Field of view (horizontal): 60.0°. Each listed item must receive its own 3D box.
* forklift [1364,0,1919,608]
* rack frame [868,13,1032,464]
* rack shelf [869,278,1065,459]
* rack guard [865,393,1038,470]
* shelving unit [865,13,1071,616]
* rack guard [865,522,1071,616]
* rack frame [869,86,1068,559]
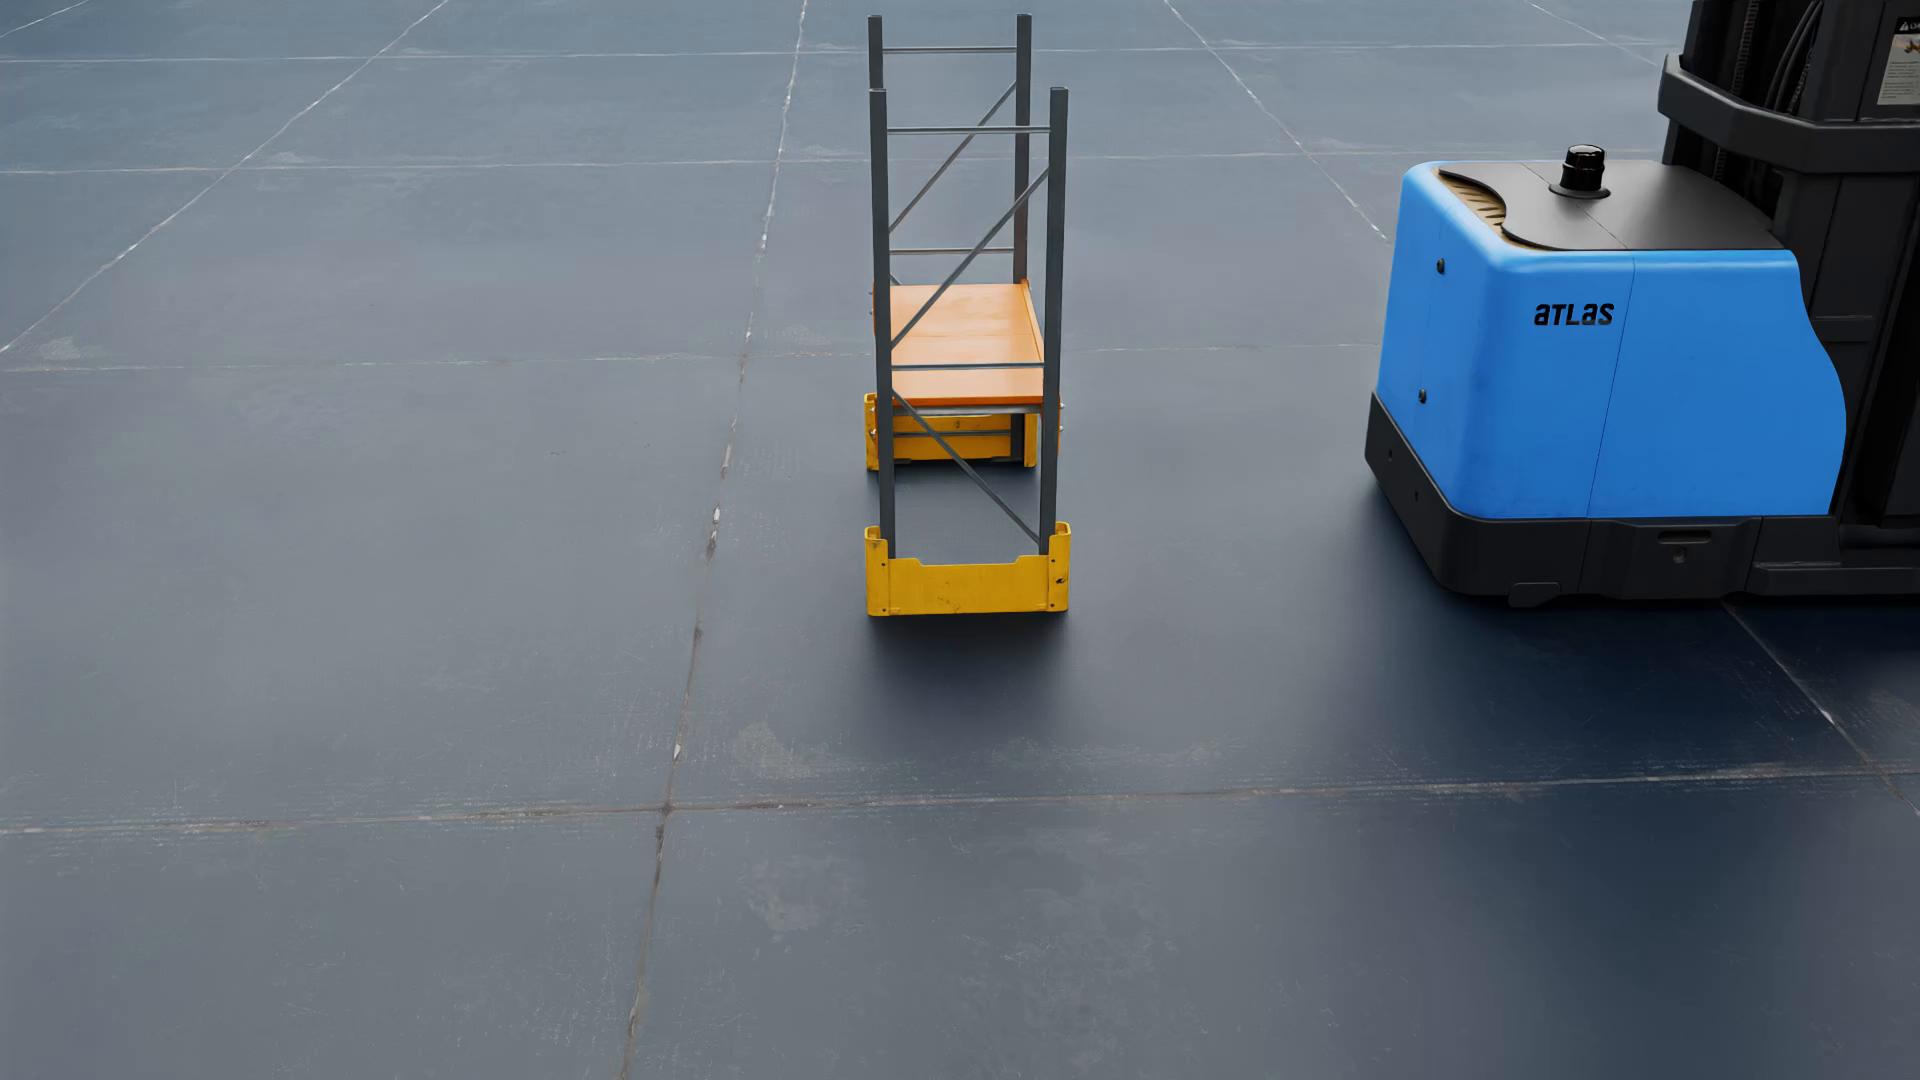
[{"bbox_3d":[2.896,-1.338,4.645,3.031,2.935,1.130,-1,28,-2],"label":"forklift"},{"bbox_3d":[-0.031,-0.939,5.429,0.500,1.500,0.032,-1,28,-3],"label":"rack frame"},{"bbox_3d":[-0.004,-0.545,5.062,0.538,0.185,1.000,-1,28,-3],"label":"rack shelf"},{"bbox_3d":[-0.030,-0.376,5.701,0.587,0.250,0.087,-1,28,-3],"label":"rack guard"},{"bbox_3d":[-0.004,-0.700,4.971,0.587,1.500,1.083,-1,28,-3],"label":"shelving unit"},{"bbox_3d":[0.022,0.084,4.819,0.587,0.250,0.087,-1,28,-3],"label":"rack guard"},{"bbox_3d":[0.022,-0.470,4.529,0.500,1.500,0.032,-1,28,-3],"label":"rack frame"}]
